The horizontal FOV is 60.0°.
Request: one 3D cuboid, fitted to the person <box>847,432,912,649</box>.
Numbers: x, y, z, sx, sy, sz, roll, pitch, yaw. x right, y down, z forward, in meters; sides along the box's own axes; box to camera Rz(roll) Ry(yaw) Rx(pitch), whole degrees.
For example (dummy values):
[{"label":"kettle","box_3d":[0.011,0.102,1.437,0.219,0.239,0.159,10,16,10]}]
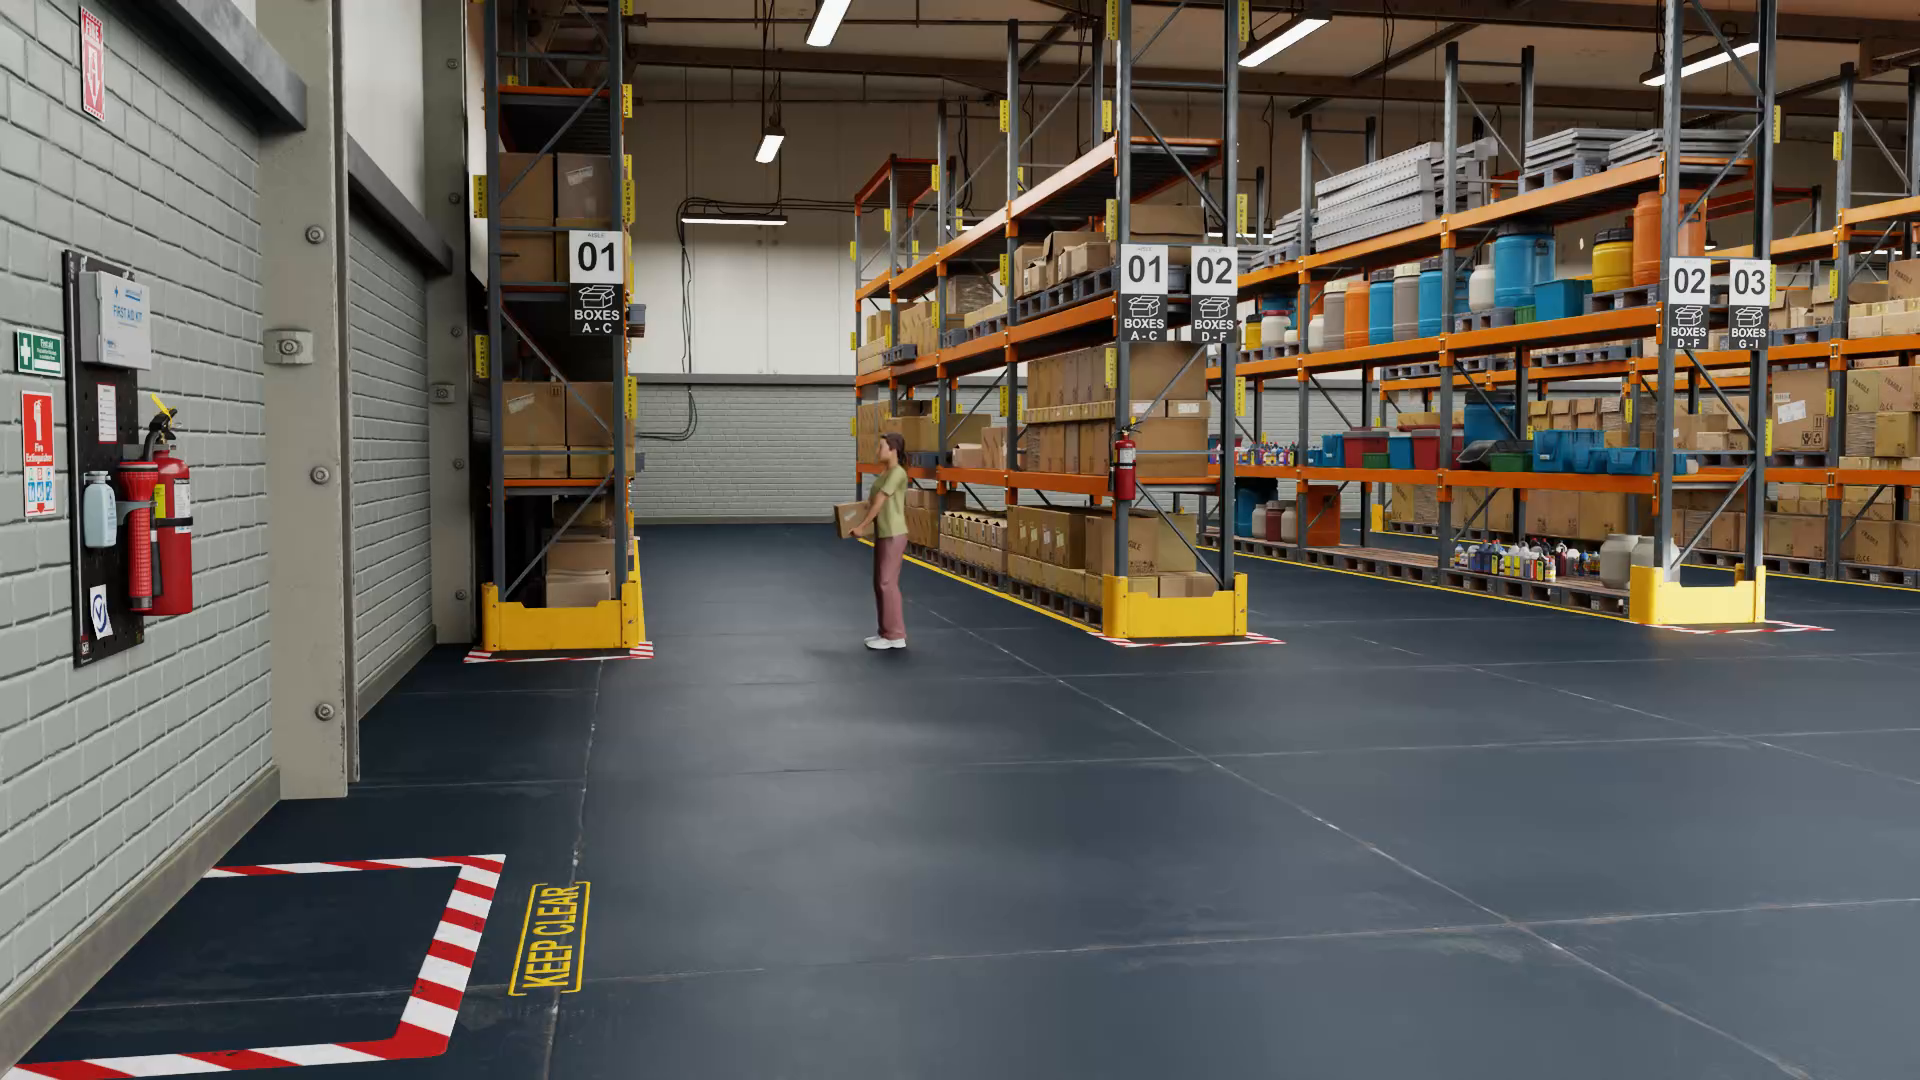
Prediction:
[{"label":"person","box_3d":[-0.629,0.004,12.874,0.527,1.664,0.405,-1,3,-11]}]
